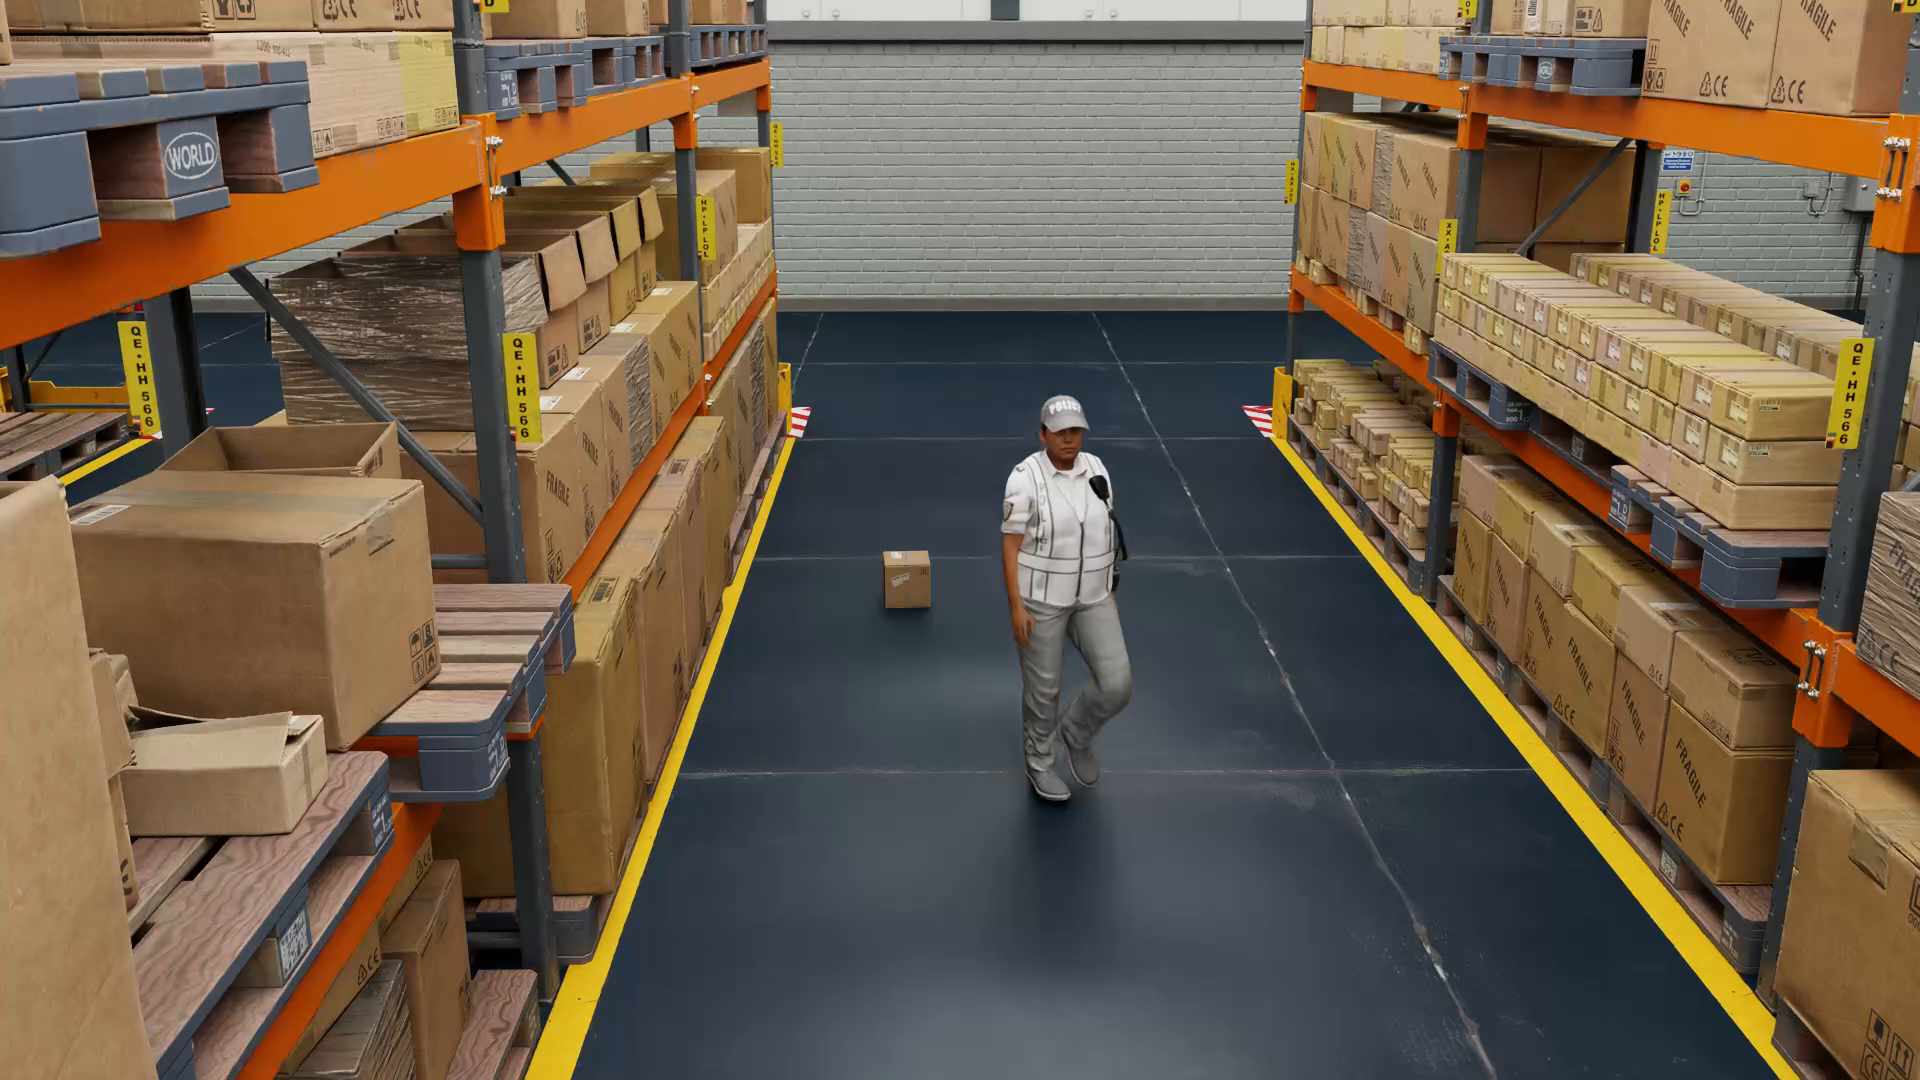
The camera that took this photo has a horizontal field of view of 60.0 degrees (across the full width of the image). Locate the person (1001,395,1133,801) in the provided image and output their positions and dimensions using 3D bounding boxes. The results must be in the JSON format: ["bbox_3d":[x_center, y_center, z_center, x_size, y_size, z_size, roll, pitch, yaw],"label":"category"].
[{"bbox_3d":[0.426,0.256,6.649,0.512,1.676,0.465,-6,18,-19],"label":"person"}]
